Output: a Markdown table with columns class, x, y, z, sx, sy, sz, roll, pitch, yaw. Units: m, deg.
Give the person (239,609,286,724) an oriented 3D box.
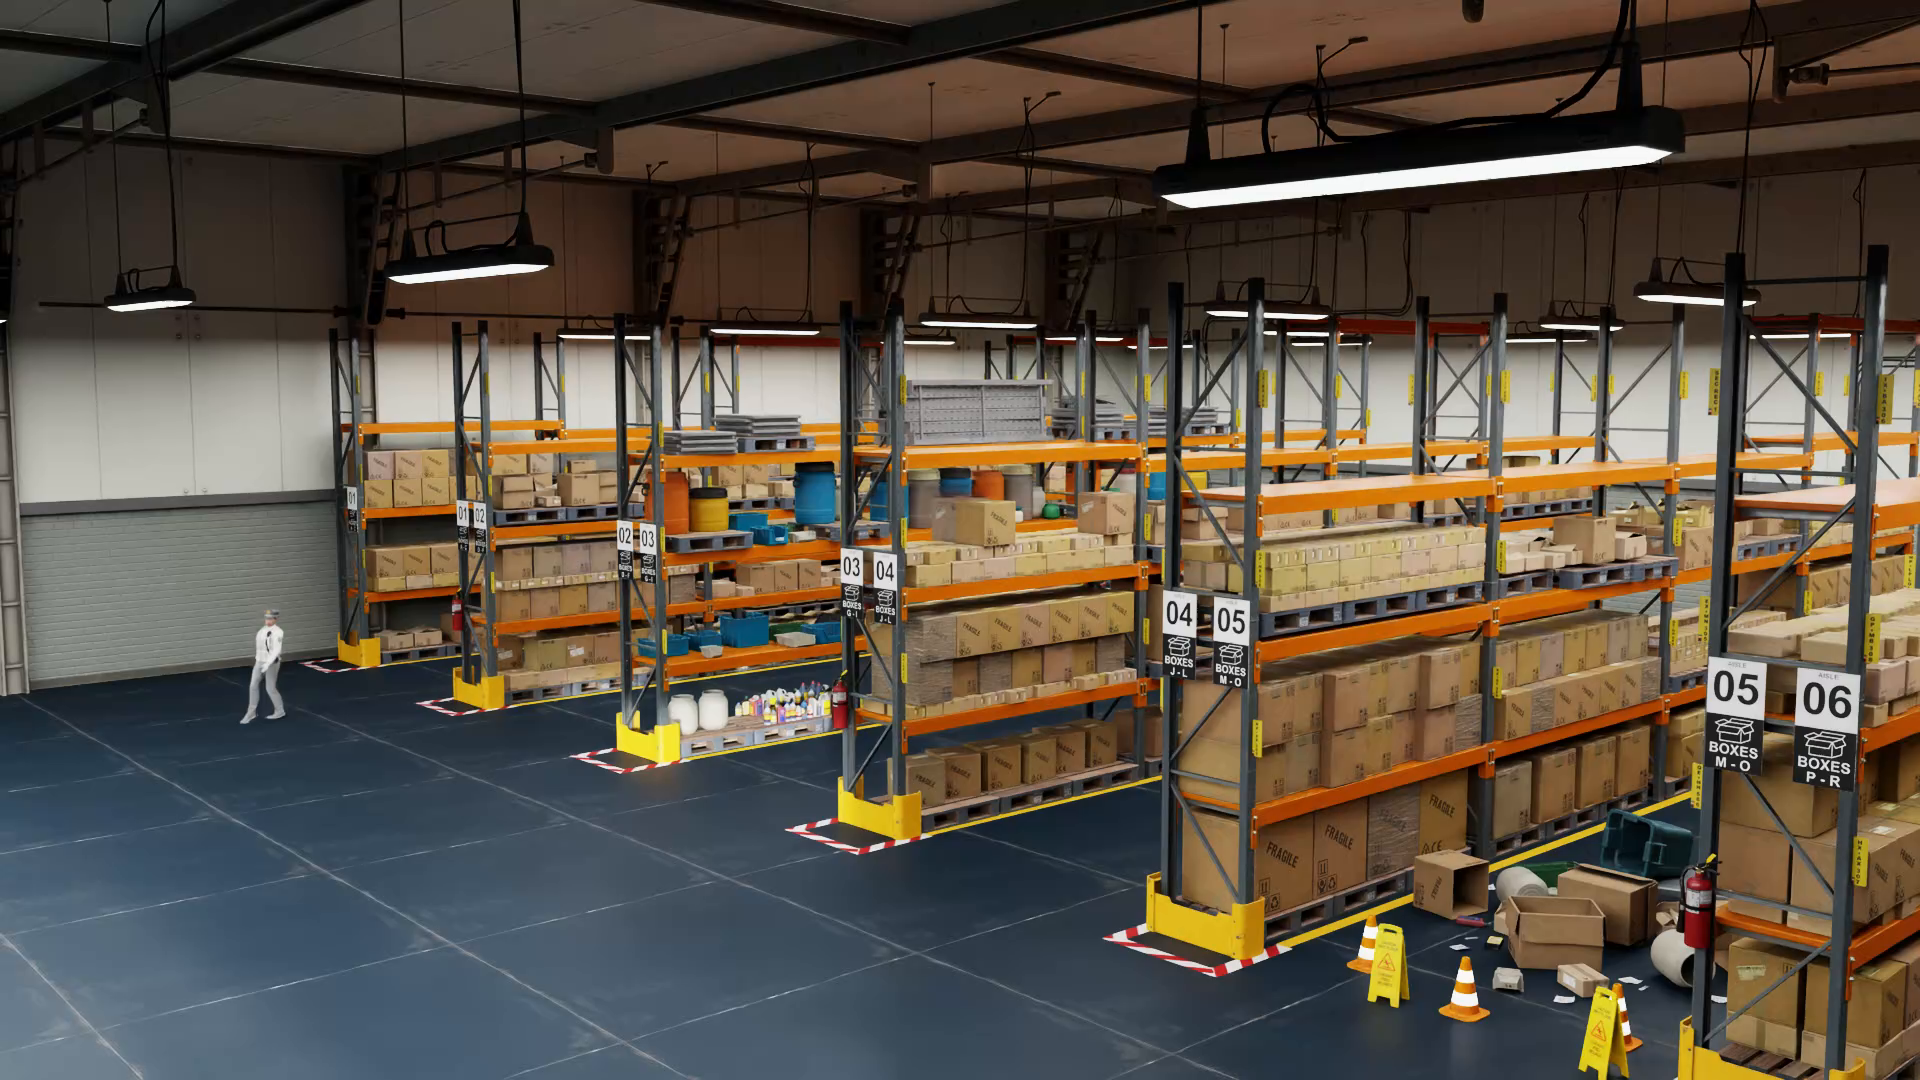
| class | x | y | z | sx | sy | sz | roll | pitch | yaw |
| --- | --- | --- | --- | --- | --- | --- | --- | --- | --- |
| person | -10.441 | 1.893 | 24.873 | 0.507 | 1.694 | 0.654 | 3 | 6 | 27 |
